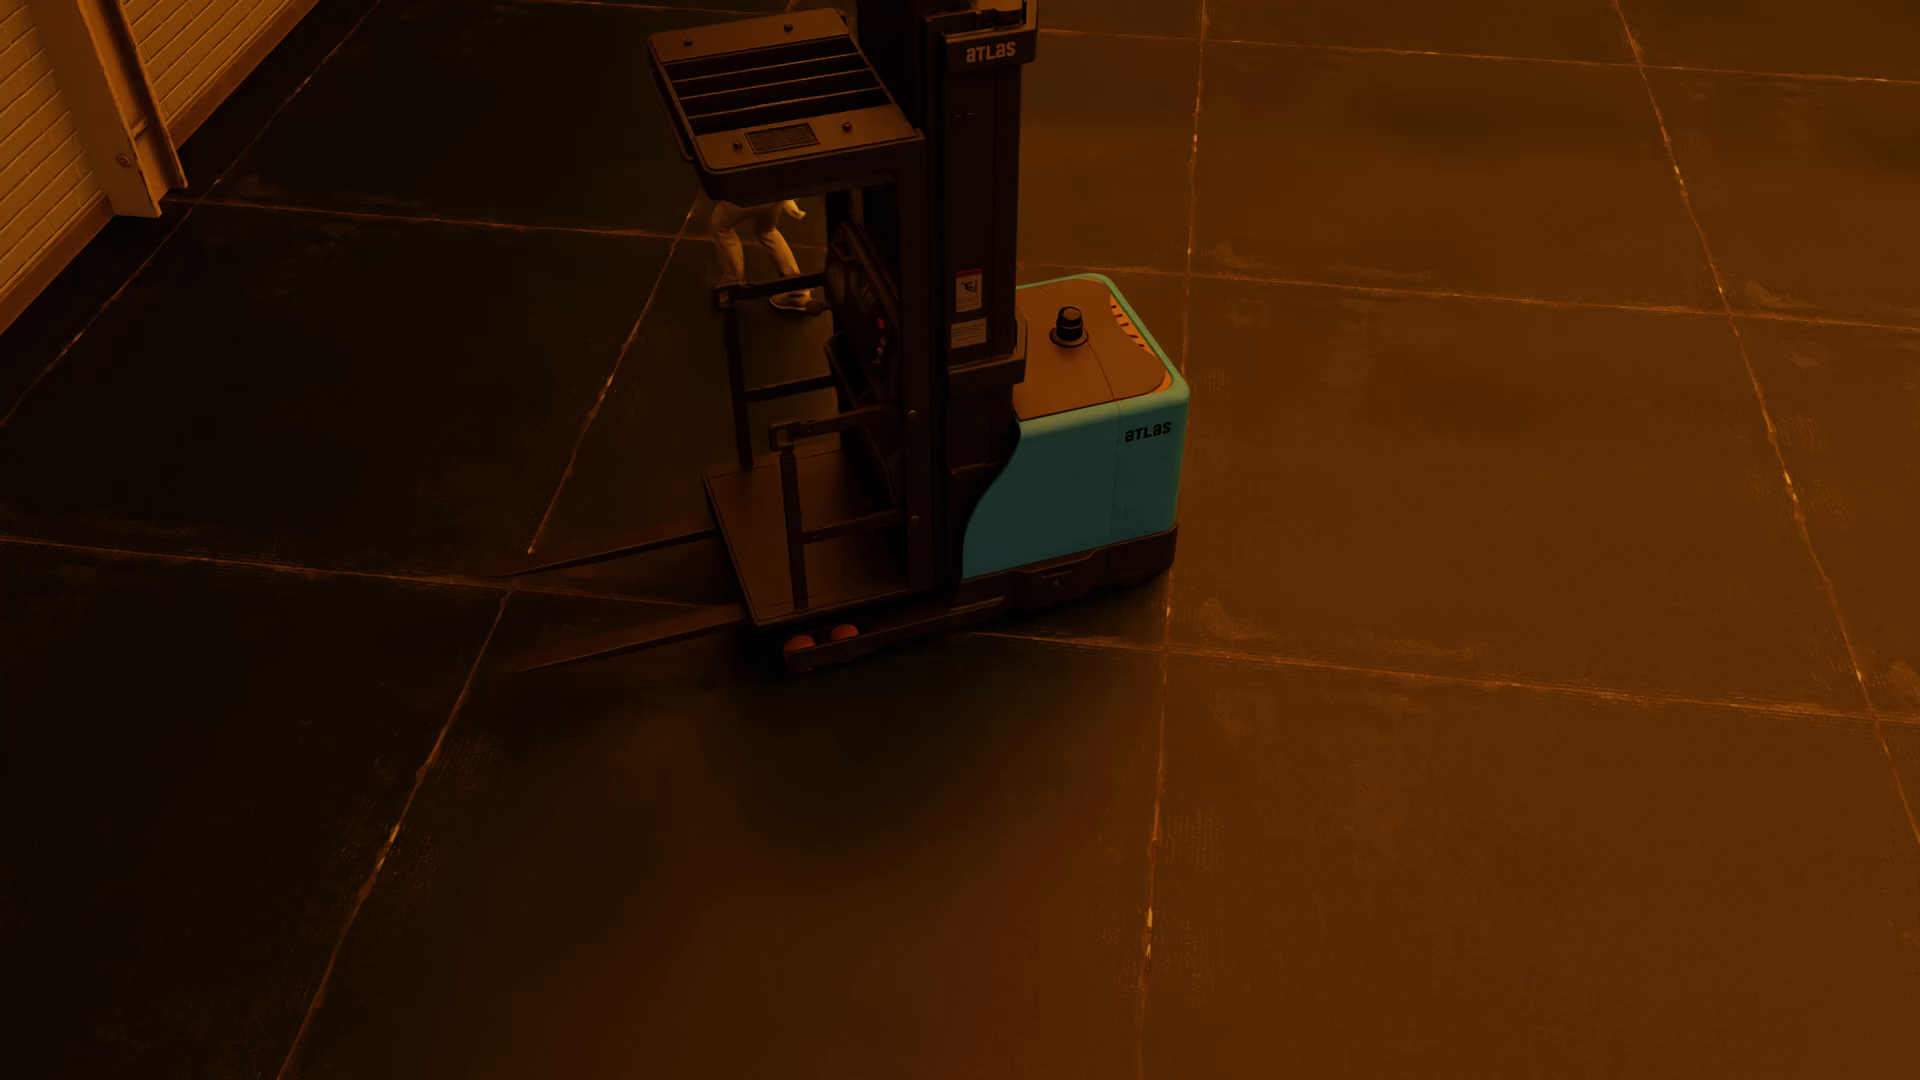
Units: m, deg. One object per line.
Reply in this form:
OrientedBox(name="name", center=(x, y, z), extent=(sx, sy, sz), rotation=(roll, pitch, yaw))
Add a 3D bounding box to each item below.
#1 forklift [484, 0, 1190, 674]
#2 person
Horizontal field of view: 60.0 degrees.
OrientedBox(name="forklift", center=(-0.583, -0.907, 6.711), extent=(3.031, 2.935, 1.130), rotation=(-13, 44, -14))
OrientedBox(name="person", center=(-1.062, -1.881, 8.804), extent=(0.783, 1.662, 0.549), rotation=(19, 46, 19))
